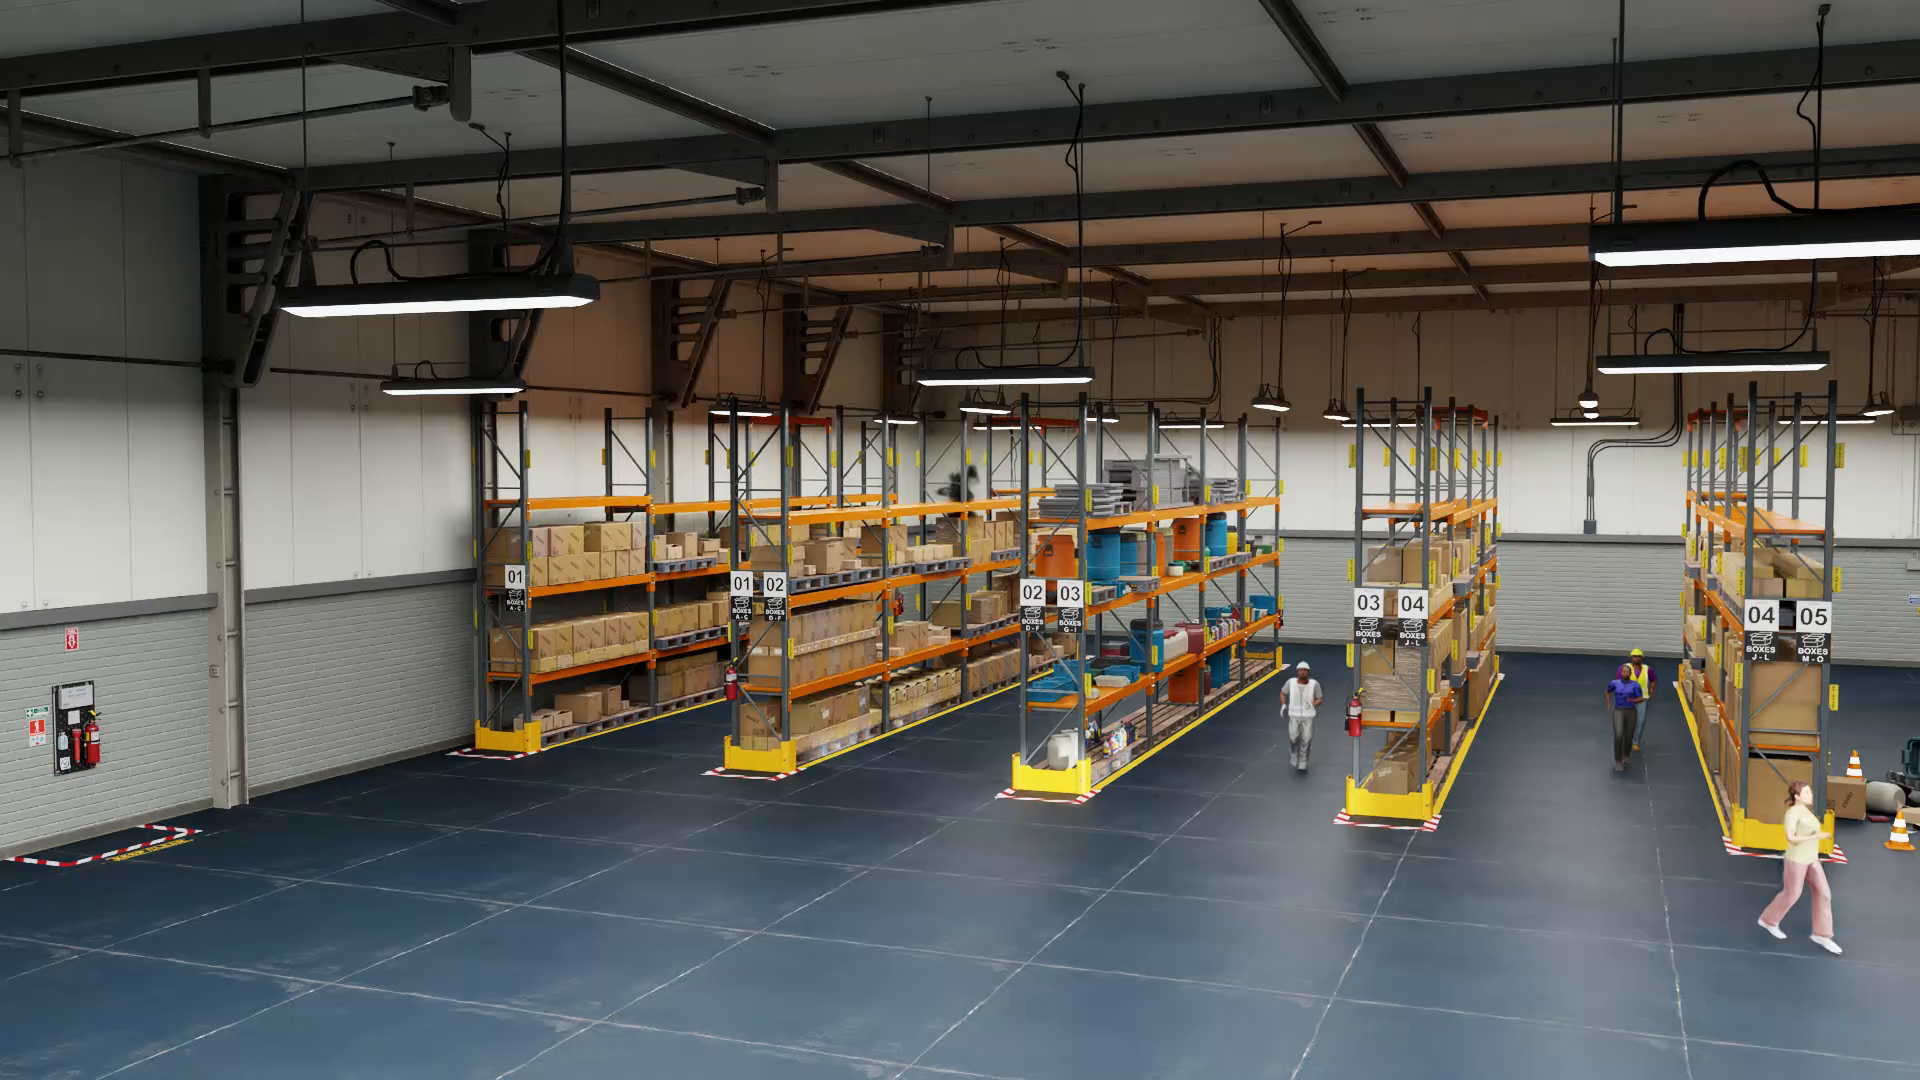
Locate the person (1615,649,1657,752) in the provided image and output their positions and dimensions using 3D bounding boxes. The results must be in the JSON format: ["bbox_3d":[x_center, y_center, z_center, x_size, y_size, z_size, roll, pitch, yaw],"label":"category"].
[{"bbox_3d":[11.664,2.741,28.679,0.698,1.735,0.788,1,3,16],"label":"person"}]

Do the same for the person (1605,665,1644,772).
[{"bbox_3d":[10.729,2.876,26.857,0.549,1.702,0.762,1,3,15],"label":"person"}]

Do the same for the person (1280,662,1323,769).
[{"bbox_3d":[5.455,2.822,26.587,0.670,1.737,0.624,1,3,12],"label":"person"}]

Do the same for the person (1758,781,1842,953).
[{"bbox_3d":[8.614,3.325,17.042,0.565,1.685,0.806,-2,3,-36],"label":"person"}]
